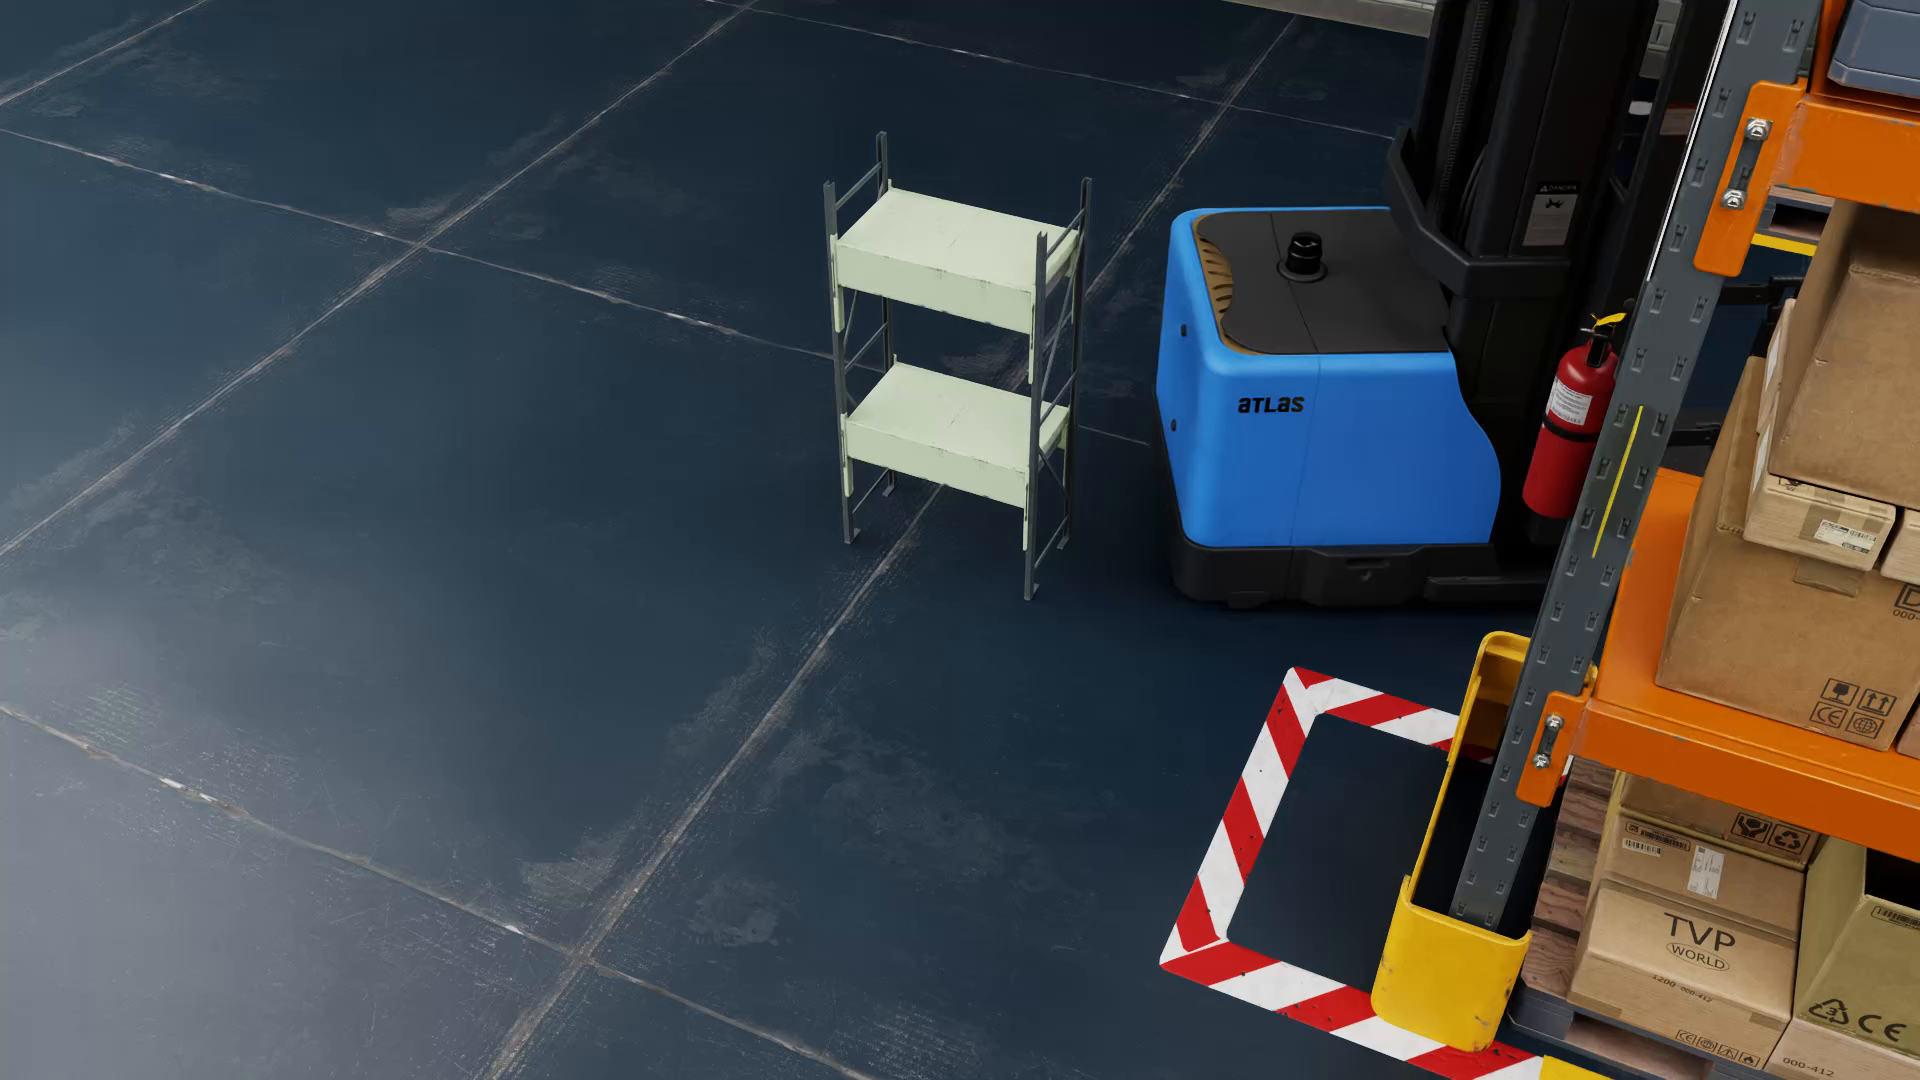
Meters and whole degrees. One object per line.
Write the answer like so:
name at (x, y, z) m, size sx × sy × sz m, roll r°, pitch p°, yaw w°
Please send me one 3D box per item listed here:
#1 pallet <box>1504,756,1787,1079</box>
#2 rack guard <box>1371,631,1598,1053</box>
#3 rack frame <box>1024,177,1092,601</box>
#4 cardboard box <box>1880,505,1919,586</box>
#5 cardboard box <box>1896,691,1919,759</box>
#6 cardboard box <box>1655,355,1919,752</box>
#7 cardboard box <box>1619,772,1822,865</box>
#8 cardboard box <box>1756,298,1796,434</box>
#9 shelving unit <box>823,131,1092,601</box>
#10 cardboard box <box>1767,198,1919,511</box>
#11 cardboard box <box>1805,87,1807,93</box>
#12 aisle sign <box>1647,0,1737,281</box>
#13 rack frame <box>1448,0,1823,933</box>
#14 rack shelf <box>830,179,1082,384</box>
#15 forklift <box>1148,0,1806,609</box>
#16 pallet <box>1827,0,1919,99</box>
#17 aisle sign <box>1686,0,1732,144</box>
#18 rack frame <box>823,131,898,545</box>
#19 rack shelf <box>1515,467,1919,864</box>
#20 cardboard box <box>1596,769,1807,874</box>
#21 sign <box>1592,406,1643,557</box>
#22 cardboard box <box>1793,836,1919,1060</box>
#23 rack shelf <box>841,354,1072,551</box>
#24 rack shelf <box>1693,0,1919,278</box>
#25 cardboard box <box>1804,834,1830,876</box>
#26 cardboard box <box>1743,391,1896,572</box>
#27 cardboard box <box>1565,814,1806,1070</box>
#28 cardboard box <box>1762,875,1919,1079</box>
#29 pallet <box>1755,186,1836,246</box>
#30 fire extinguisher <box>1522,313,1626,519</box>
pallet at (2.282, 1.155, 4.756) m, size 1.213 × 0.211 × 1.003 m, roll 17°, pitch 44°, yaw 19°
rack guard at (1.550, 0.853, 4.885) m, size 0.348 × 0.500 × 1.175 m, roll 17°, pitch 44°, yaw 19°
rack frame at (0.326, -0.467, 5.644) m, size 0.023 × 1.500 × 0.400 m, roll 17°, pitch 44°, yaw 19°
cardboard box at (2.076, -0.060, 3.458) m, size 0.250 × 0.149 × 0.380 m, roll 16°, pitch 43°, yaw 18°
cardboard box at (2.467, 0.156, 3.703) m, size 0.500 × 0.500 × 0.700 m, roll 18°, pitch 44°, yaw 20°
cardboard box at (1.989, 0.014, 3.868) m, size 0.500 × 0.500 × 0.700 m, roll 17°, pitch 44°, yaw 19°
cardboard box at (2.183, 0.483, 4.608) m, size 0.500 × 0.500 × 0.500 m, roll 17°, pitch 44°, yaw 19°
cardboard box at (1.998, -0.376, 3.822) m, size 0.250 × 0.149 × 0.380 m, roll 16°, pitch 44°, yaw 18°
shelving unit at (-0.006, -0.569, 5.761) m, size 0.755 × 1.500 × 0.431 m, roll 17°, pitch 44°, yaw 19°
cardboard box at (2.037, -0.462, 3.426) m, size 0.500 × 0.500 × 0.700 m, roll 17°, pitch 44°, yaw 19°
cardboard box at (4.251, -1.932, 7.906) m, size 0.500 × 0.311 × 0.500 m, roll 12°, pitch 42°, yaw 14°
aisle sign at (1.382, -0.904, 3.018) m, size 0.004 × 0.787 × 0.394 m, roll 17°, pitch 44°, yaw 19°
rack frame at (1.571, -0.085, 4.058) m, size 0.127 × 3.000 × 1.000 m, roll 17°, pitch 44°, yaw 19°
rack shelf at (-0.006, -0.863, 5.505) m, size 0.720 × 0.370 × 0.431 m, roll 17°, pitch 44°, yaw 19°
forklift at (2.271, -1.205, 5.402) m, size 3.031 × 2.935 × 1.130 m, roll -1°, pitch 41°, yaw -1°
pallet at (2.201, -0.974, 2.861) m, size 1.213 × 0.211 × 1.003 m, roll 17°, pitch 44°, yaw 19°
aisle sign at (1.636, -1.260, 3.429) m, size 0.004 × 0.787 × 0.394 m, roll 17°, pitch 44°, yaw 19°
rack frame at (-0.338, -0.670, 5.878) m, size 0.023 × 1.500 × 0.400 m, roll 17°, pitch 44°, yaw 19°
rack shelf at (3.384, 0.740, 3.655) m, size 4.000 × 0.370 × 1.077 m, roll 17°, pitch 44°, yaw 19°
cardboard box at (2.182, 0.768, 4.852) m, size 0.500 × 0.250 × 0.500 m, roll 17°, pitch 44°, yaw 19°
sign at (1.331, -0.115, 3.371) m, size 0.005 × 0.325 × 0.100 m, roll 17°, pitch 44°, yaw 19°
cardboard box at (2.417, 0.929, 4.094) m, size 0.500 × 0.500 × 0.500 m, roll 17°, pitch 44°, yaw 19°
rack shelf at (-0.006, -0.322, 5.974) m, size 0.720 × 0.370 × 0.431 m, roll 17°, pitch 44°, yaw 19°
rack shelf at (3.384, -0.393, 2.673) m, size 4.000 × 0.370 × 1.077 m, roll 17°, pitch 44°, yaw 19°
cardboard box at (2.640, 0.899, 4.701) m, size 0.500 × 0.250 × 0.500 m, roll 17°, pitch 44°, yaw 19°
cardboard box at (1.836, -0.132, 3.540) m, size 0.250 × 0.149 × 0.380 m, roll 17°, pitch 44°, yaw 18°
cardboard box at (1.963, 1.075, 4.498) m, size 0.500 × 0.250 × 0.500 m, roll 17°, pitch 44°, yaw 19°
cardboard box at (2.418, 1.212, 4.341) m, size 0.500 × 0.250 × 0.500 m, roll 17°, pitch 44°, yaw 19°
pallet at (4.453, -1.706, 8.057) m, size 1.213 × 0.211 × 1.003 m, roll 17°, pitch 44°, yaw 19°
fire extinguisher at (1.661, -0.365, 4.440) m, size 0.183 × 0.674 × 0.296 m, roll 17°, pitch 44°, yaw 19°
